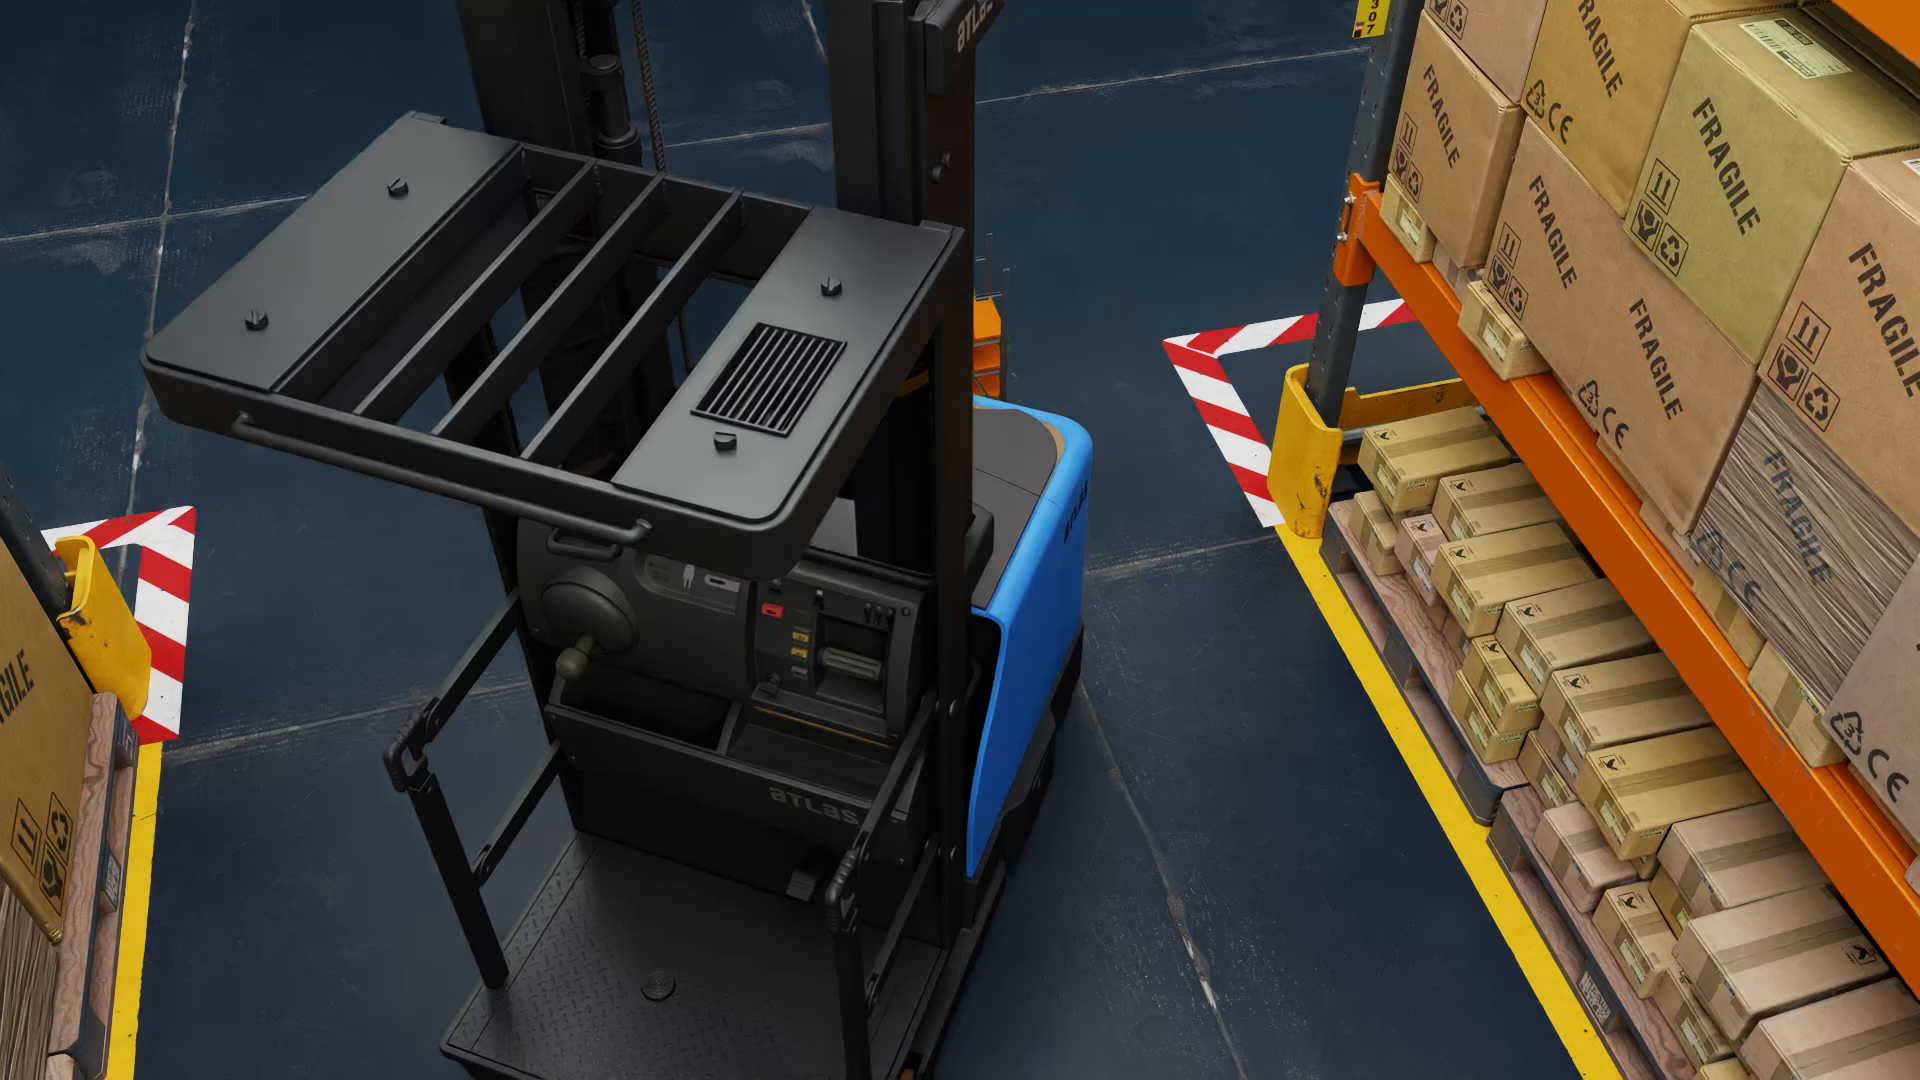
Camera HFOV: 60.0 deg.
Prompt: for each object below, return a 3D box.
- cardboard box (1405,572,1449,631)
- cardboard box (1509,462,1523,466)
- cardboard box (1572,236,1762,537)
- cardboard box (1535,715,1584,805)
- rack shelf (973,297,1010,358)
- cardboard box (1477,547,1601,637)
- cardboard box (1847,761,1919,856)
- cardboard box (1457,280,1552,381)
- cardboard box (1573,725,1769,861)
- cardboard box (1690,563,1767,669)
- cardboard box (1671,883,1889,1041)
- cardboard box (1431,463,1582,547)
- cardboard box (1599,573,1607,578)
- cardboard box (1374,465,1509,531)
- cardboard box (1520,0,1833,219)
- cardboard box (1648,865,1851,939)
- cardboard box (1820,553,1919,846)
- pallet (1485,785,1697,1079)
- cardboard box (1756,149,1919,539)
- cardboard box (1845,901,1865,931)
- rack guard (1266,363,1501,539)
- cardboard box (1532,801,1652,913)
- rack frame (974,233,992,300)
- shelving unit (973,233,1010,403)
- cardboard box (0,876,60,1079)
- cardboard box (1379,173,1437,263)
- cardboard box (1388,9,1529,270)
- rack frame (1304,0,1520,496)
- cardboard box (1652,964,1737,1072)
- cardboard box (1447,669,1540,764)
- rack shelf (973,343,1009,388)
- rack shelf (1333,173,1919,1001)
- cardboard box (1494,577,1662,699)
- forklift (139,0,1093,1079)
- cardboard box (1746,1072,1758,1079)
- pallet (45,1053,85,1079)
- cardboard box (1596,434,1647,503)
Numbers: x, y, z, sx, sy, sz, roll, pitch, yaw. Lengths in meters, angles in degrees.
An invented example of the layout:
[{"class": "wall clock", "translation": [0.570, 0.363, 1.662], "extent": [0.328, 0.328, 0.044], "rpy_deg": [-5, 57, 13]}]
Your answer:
[{"class": "cardboard box", "translation": [1.640, 0.117, 5.237], "extent": [0.380, 0.149, 0.250], "rpy_deg": [-11, 47, -10]}, {"class": "cardboard box", "translation": [2.006, -0.144, 5.493], "extent": [0.380, 0.149, 0.250], "rpy_deg": [-10, 46, -10]}, {"class": "cardboard box", "translation": [1.792, -0.393, 3.757], "extent": [0.500, 0.500, 0.500], "rpy_deg": [-10, 46, -10]}, {"class": "cardboard box", "translation": [1.840, 0.550, 4.604], "extent": [0.380, 0.149, 0.250], "rpy_deg": [-13, 47, -12]}, {"class": "rack shelf", "translation": [0.004, -0.631, 5.086], "extent": [0.258, 0.103, 0.180], "rpy_deg": [-11, 47, -10]}, {"class": "cardboard box", "translation": [1.719, 0.188, 4.960], "extent": [0.380, 0.149, 0.250], "rpy_deg": [-10, 46, -10]}, {"class": "cardboard box", "translation": [2.058, 0.472, 3.363], "extent": [0.380, 0.149, 0.250], "rpy_deg": [-11, 47, -11]}, {"class": "cardboard box", "translation": [1.558, -0.585, 4.399], "extent": [0.380, 0.149, 0.250], "rpy_deg": [-12, 47, -11]}, {"class": "cardboard box", "translation": [1.831, 0.651, 4.297], "extent": [0.380, 0.149, 0.250], "rpy_deg": [-10, 46, -10]}, {"class": "cardboard box", "translation": [1.884, 0.119, 3.709], "extent": [0.380, 0.149, 0.250], "rpy_deg": [-9, 46, -9]}, {"class": "cardboard box", "translation": [1.946, 0.999, 3.956], "extent": [0.380, 0.149, 0.250], "rpy_deg": [-12, 47, -12]}, {"class": "cardboard box", "translation": [1.662, -0.085, 5.019], "extent": [0.380, 0.149, 0.250], "rpy_deg": [-10, 46, -10]}, {"class": "cardboard box", "translation": [2.154, 0.213, 5.143], "extent": [0.380, 0.149, 0.250], "rpy_deg": [-11, 47, -11]}, {"class": "cardboard box", "translation": [1.555, -0.165, 5.305], "extent": [0.380, 0.149, 0.250], "rpy_deg": [-9, 46, -9]}, {"class": "cardboard box", "translation": [1.663, -1.103, 3.753], "extent": [0.500, 0.500, 0.500], "rpy_deg": [-9, 46, -9]}, {"class": "cardboard box", "translation": [2.009, 0.918, 4.243], "extent": [0.380, 0.149, 0.250], "rpy_deg": [-9, 46, -8]}, {"class": "cardboard box", "translation": [2.039, 0.318, 3.060], "extent": [0.500, 0.500, 0.500], "rpy_deg": [-11, 47, -11]}, {"class": "pallet", "translation": [2.171, 1.117, 4.508], "extent": [1.003, 0.211, 1.213], "rpy_deg": [-11, 47, -10]}, {"class": "cardboard box", "translation": [1.909, -0.389, 3.053], "extent": [0.500, 0.500, 0.500], "rpy_deg": [-12, 47, -12]}, {"class": "cardboard box", "translation": [2.398, 0.927, 4.444], "extent": [0.380, 0.149, 0.250], "rpy_deg": [-9, 46, -9]}, {"class": "rack guard", "translation": [1.689, -0.393, 5.785], "extent": [1.175, 0.500, 0.348], "rpy_deg": [-11, 47, -10]}, {"class": "cardboard box", "translation": [1.807, 0.830, 4.538], "extent": [0.380, 0.149, 0.250], "rpy_deg": [-13, 47, -12]}, {"class": "rack frame", "translation": [-0.020, -0.473, 5.374], "extent": [0.240, 1.200, 0.006], "rpy_deg": [-11, 47, -10]}, {"class": "shelving unit", "translation": [0.004, -0.410, 5.312], "extent": [0.258, 1.200, 0.189], "rpy_deg": [-11, 47, -10]}, {"class": "cardboard box", "translation": [-2.677, 1.169, 3.697], "extent": [0.875, 0.875, 0.875], "rpy_deg": [-11, 47, -10]}, {"class": "cardboard box", "translation": [1.435, -0.948, 4.755], "extent": [0.380, 0.149, 0.250], "rpy_deg": [-11, 47, -11]}, {"class": "cardboard box", "translation": [1.517, -1.099, 4.448], "extent": [0.500, 0.500, 0.500], "rpy_deg": [-9, 46, -8]}, {"class": "rack frame", "translation": [1.669, -1.320, 4.943], "extent": [1.000, 3.000, 0.127], "rpy_deg": [-11, 47, -10]}, {"class": "cardboard box", "translation": [1.997, 1.177, 4.198], "extent": [0.380, 0.149, 0.250], "rpy_deg": [-10, 46, -10]}, {"class": "cardboard box", "translation": [1.670, 0.484, 4.878], "extent": [0.380, 0.149, 0.250], "rpy_deg": [-10, 46, -10]}, {"class": "rack shelf", "translation": [0.004, -0.547, 5.172], "extent": [0.258, 0.103, 0.180], "rpy_deg": [-11, 47, -10]}, {"class": "rack shelf", "translation": [2.181, 0.313, 3.847], "extent": [1.077, 0.370, 4.000], "rpy_deg": [-11, 47, -10]}, {"class": "cardboard box", "translation": [1.746, 0.268, 4.672], "extent": [0.380, 0.149, 0.250], "rpy_deg": [-13, 47, -12]}, {"class": "forklift", "translation": [-0.604, 0.271, 3.432], "extent": [1.130, 2.935, 3.031], "rpy_deg": [15, 47, 14]}, {"class": "cardboard box", "translation": [2.085, 1.299, 3.870], "extent": [0.380, 0.149, 0.250], "rpy_deg": [-10, 46, -9]}, {"class": "pallet", "translation": [-2.562, 1.872, 3.768], "extent": [1.003, 0.211, 1.213], "rpy_deg": [-11, 47, -10]}, {"class": "cardboard box", "translation": [1.802, -0.239, 4.060], "extent": [0.380, 0.149, 0.250], "rpy_deg": [-11, 47, -11]}]
